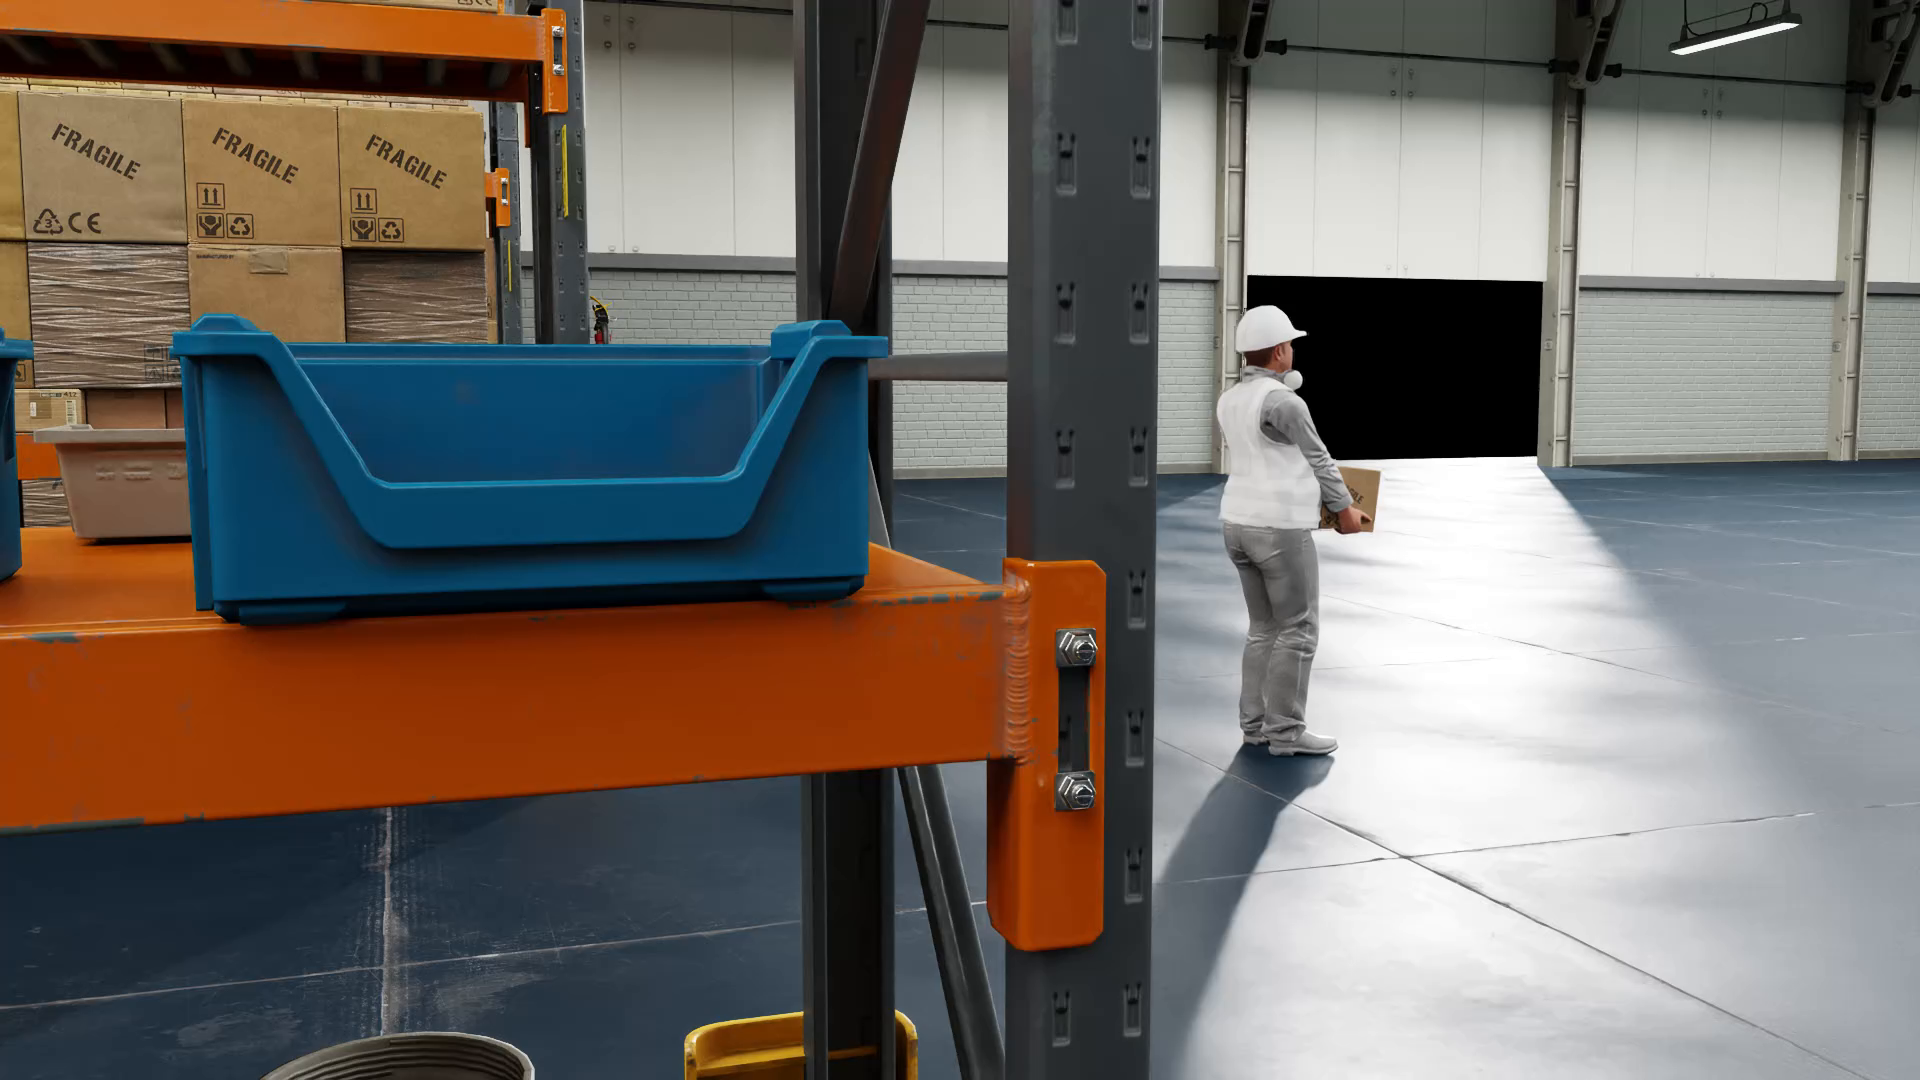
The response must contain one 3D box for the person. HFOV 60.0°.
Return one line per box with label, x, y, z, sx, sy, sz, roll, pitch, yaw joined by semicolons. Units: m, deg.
person;1.326;-0.044;6.662;0.556;1.770;0.495;-2;6;-18
